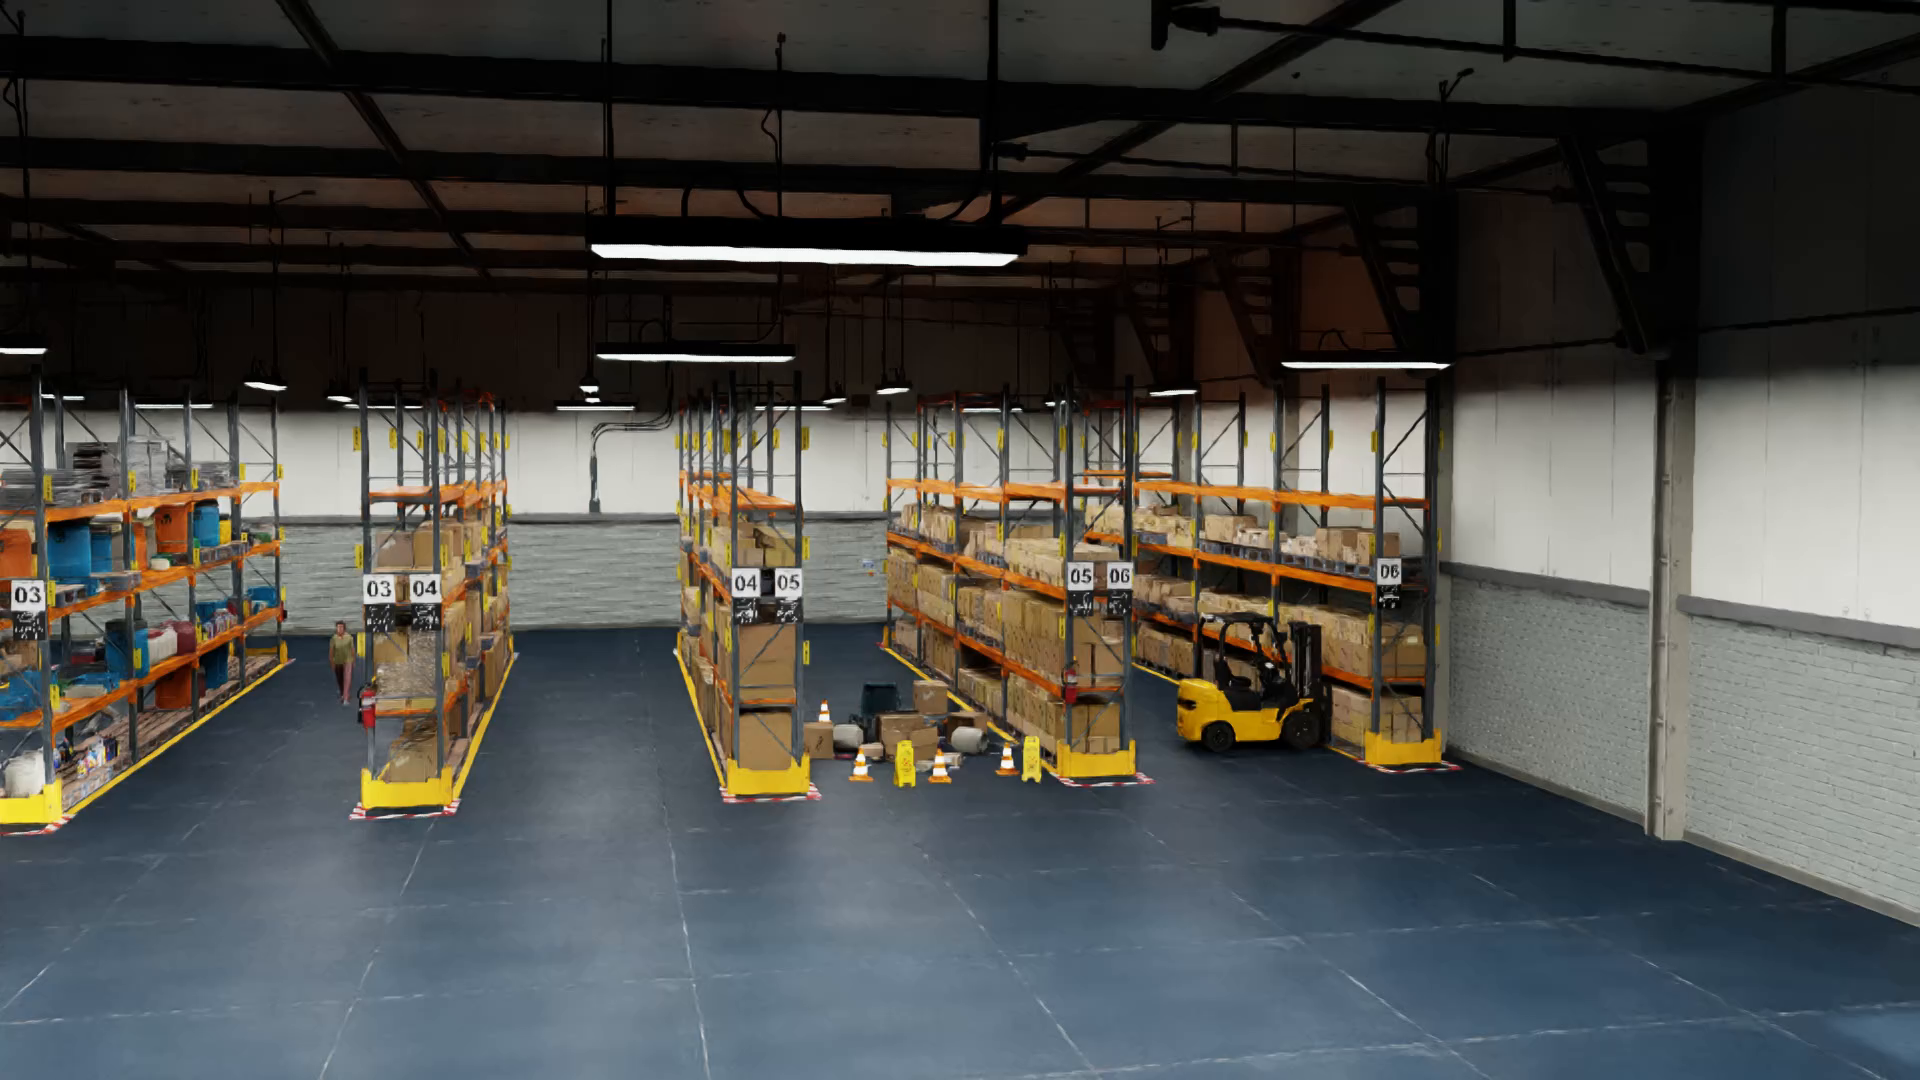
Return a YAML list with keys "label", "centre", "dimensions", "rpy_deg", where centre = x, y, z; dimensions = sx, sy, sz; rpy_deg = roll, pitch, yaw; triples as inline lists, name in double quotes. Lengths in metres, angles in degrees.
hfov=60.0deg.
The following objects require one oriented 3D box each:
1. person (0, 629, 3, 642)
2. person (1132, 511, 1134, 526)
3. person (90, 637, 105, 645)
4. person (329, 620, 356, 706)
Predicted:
- label: "person"
  centre: [-22.898, 1.826, 39.442]
  dimensions: [0.525, 1.669, 0.518]
  rpy_deg: [3, 4, 40]
- label: "person"
  centre: [-8.228, 1.176, 29.532]
  dimensions: [18.192, 2.693, 22.721]
  rpy_deg: [1, 4, 18]
- label: "person"
  centre: [-14.716, 2.024, 28.411]
  dimensions: [0.319, 0.715, 0.524]
  rpy_deg: [-2, 4, -34]
- label: "person"
  centre: [-11.734, 2.313, 31.548]
  dimensions: [0.448, 1.590, 1.110]
  rpy_deg: [-1, 3, -10]
